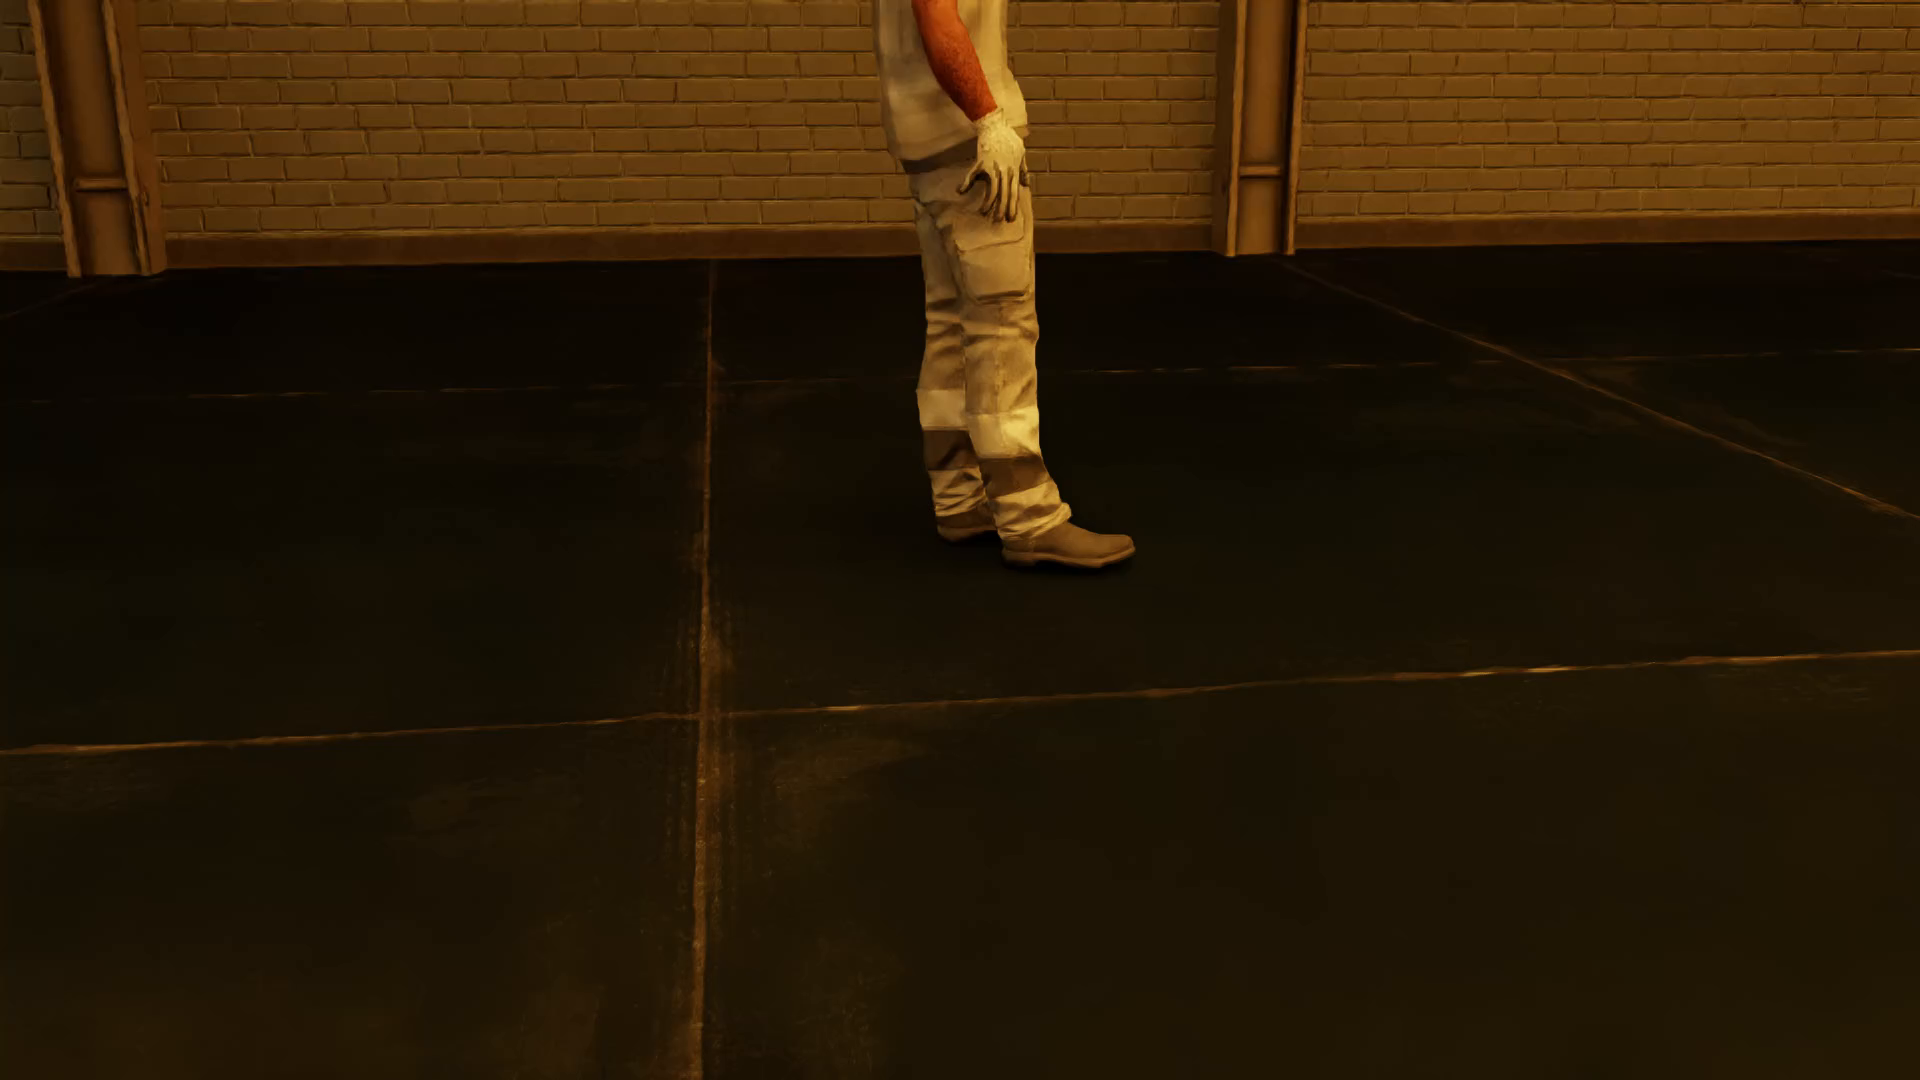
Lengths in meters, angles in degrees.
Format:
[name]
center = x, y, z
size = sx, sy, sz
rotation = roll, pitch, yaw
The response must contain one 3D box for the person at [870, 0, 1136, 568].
[person]
center = 0.081, -0.863, 3.706
size = 0.563, 1.787, 0.637
rotation = -2, 17, -8
